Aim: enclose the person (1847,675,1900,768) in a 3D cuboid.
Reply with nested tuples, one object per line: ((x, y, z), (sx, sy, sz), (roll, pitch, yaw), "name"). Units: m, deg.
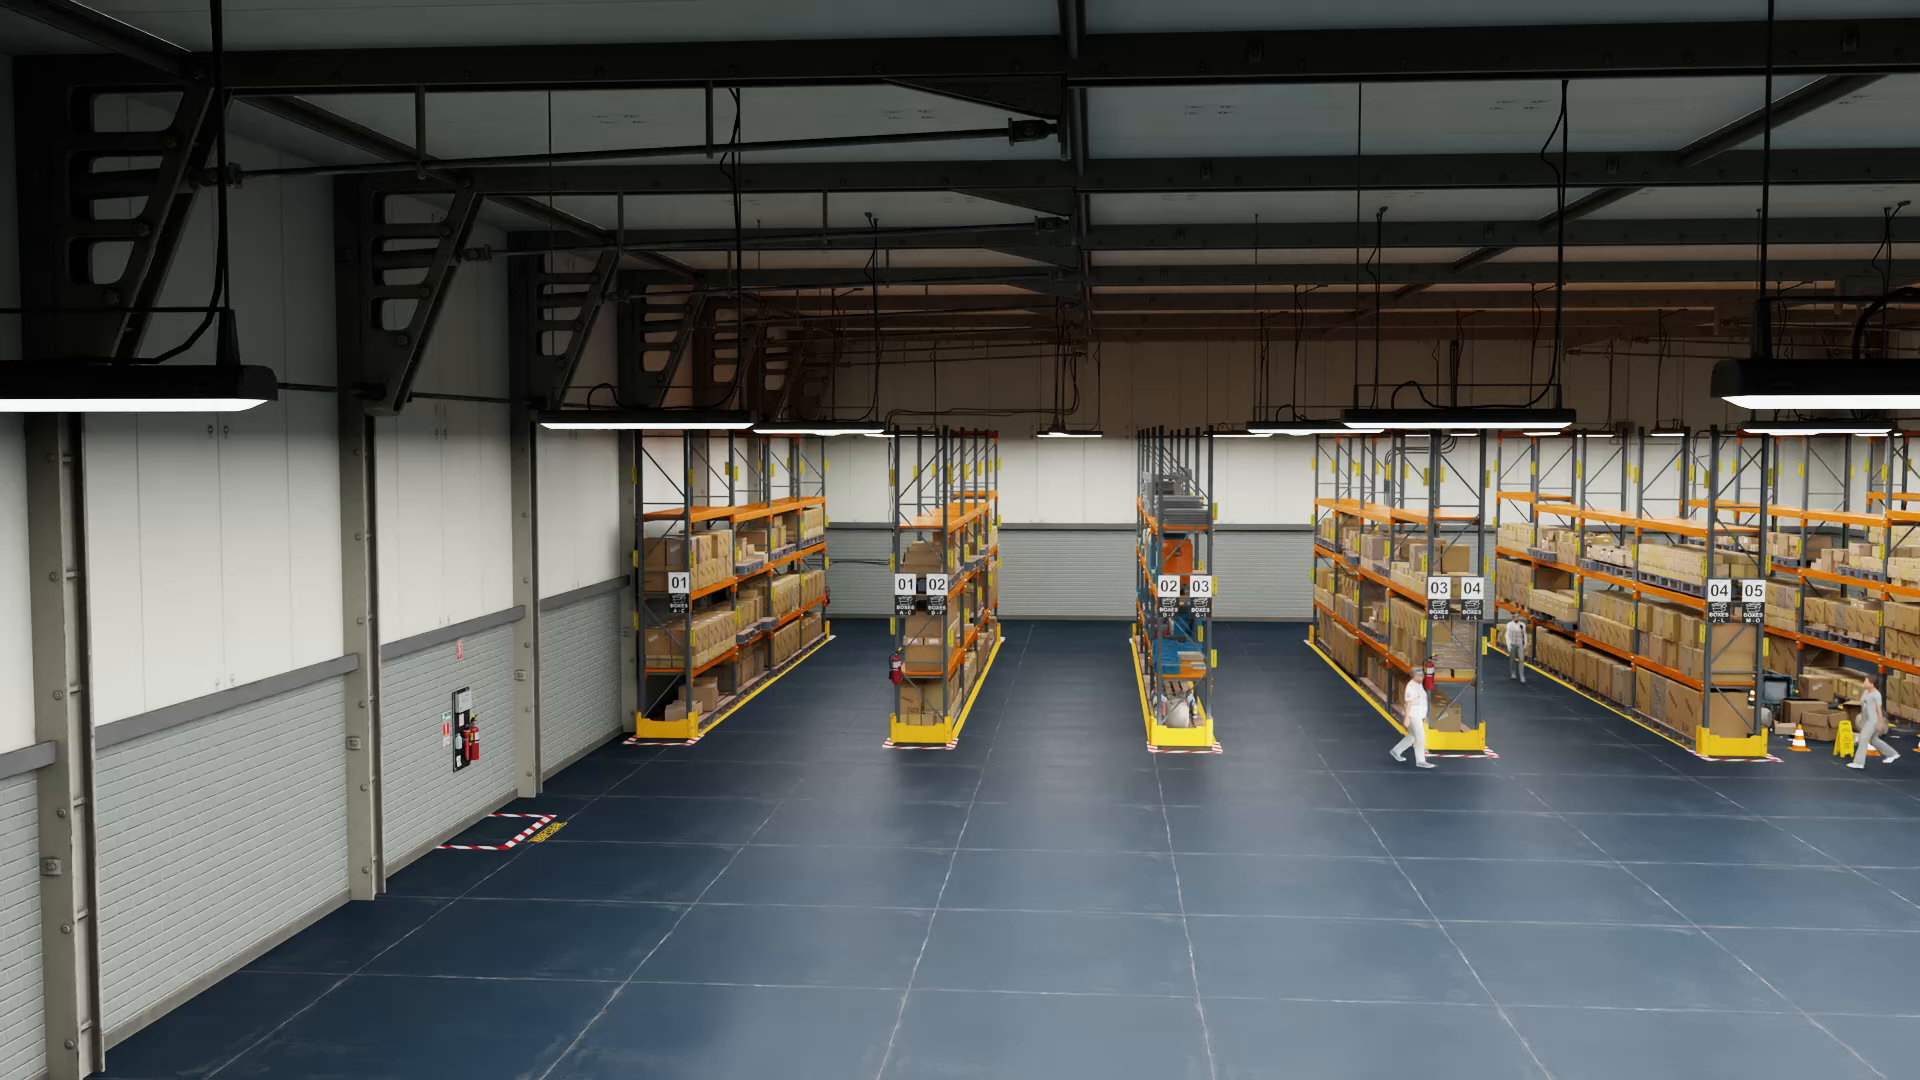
((15.922, 3.155, 28.964), (0.967, 1.634, 0.464), (0, 3, -1), "person")

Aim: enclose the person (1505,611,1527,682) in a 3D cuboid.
((13.231, 2.503, 39.550), (0.502, 1.637, 0.880), (1, 4, 18), "person")

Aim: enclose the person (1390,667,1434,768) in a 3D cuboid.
((7.981, 3.093, 29.255), (0.809, 1.729, 0.555), (2, 4, 26), "person")
